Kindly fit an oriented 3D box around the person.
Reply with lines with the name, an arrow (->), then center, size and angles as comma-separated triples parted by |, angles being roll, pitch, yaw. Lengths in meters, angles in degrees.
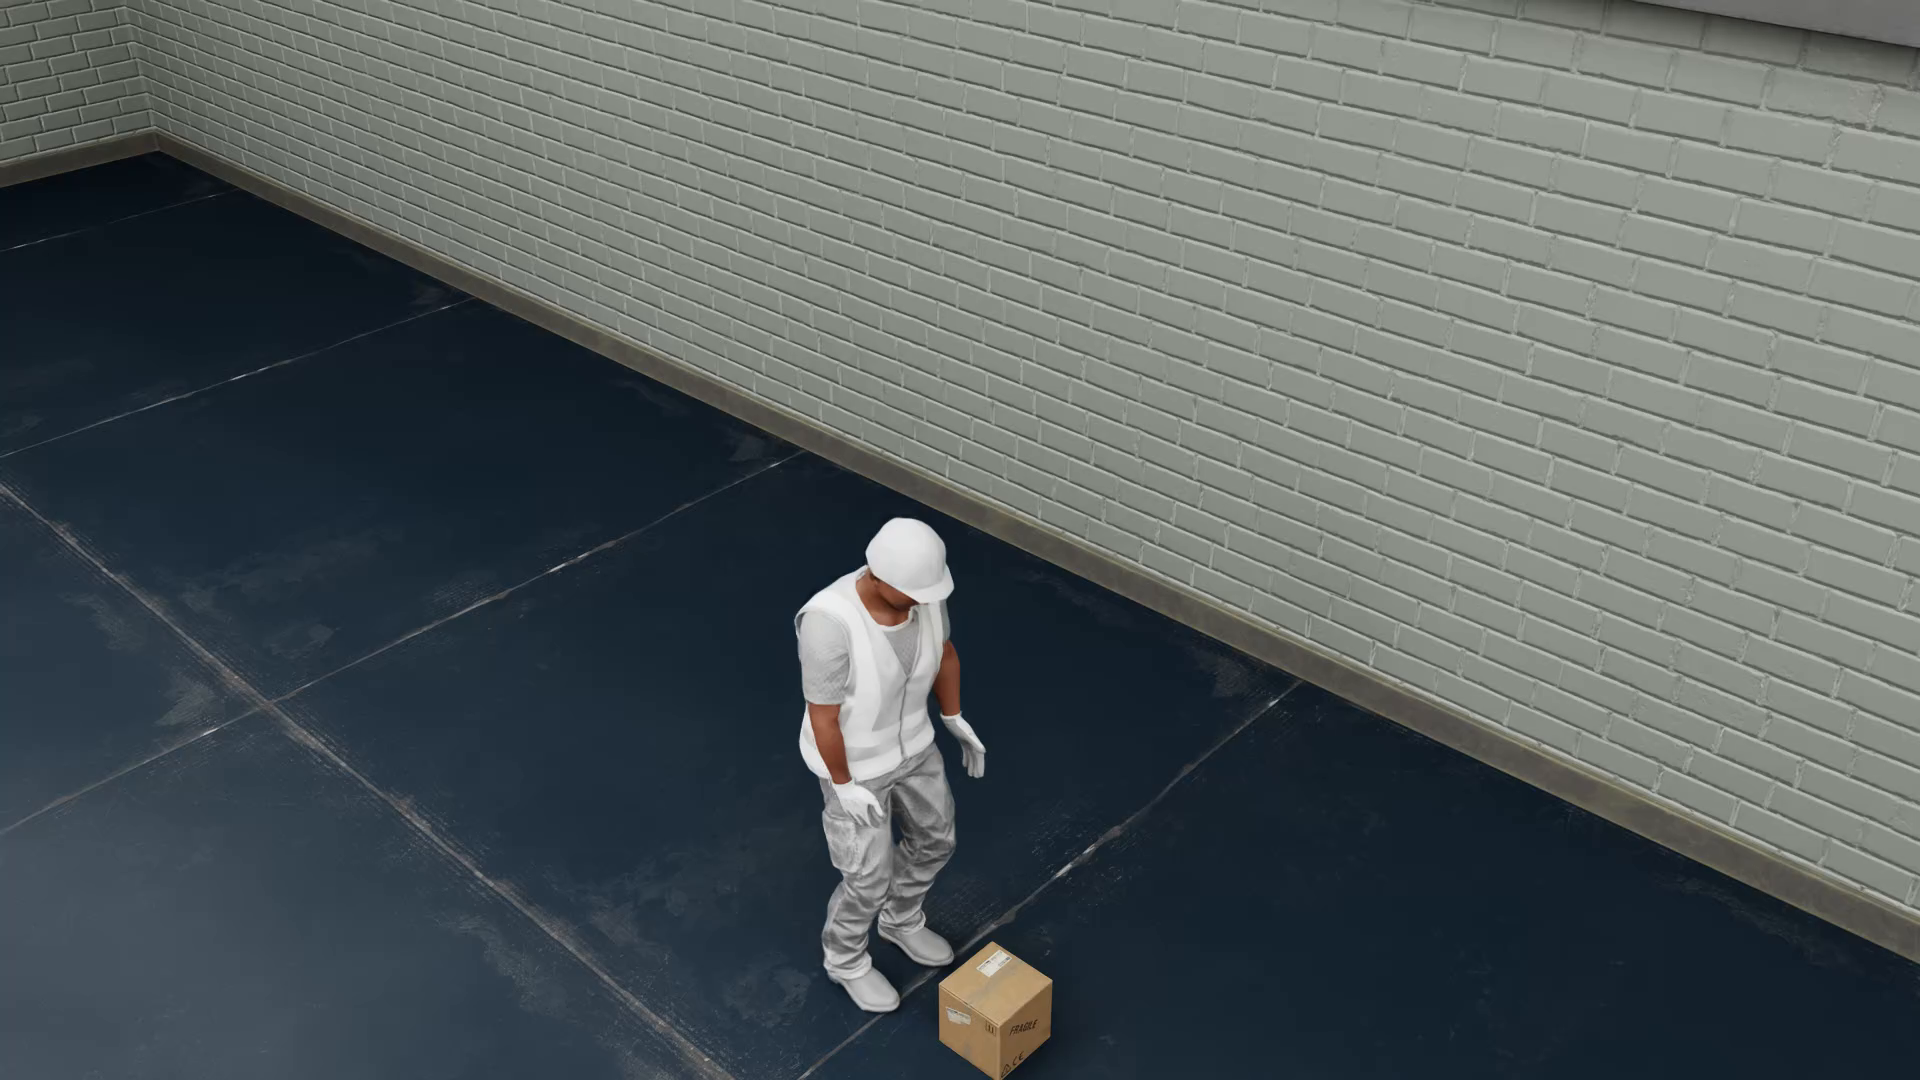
person -> -0.216, 0.655, 5.078 | 0.458, 1.732, 0.573 | 26, 40, 36
